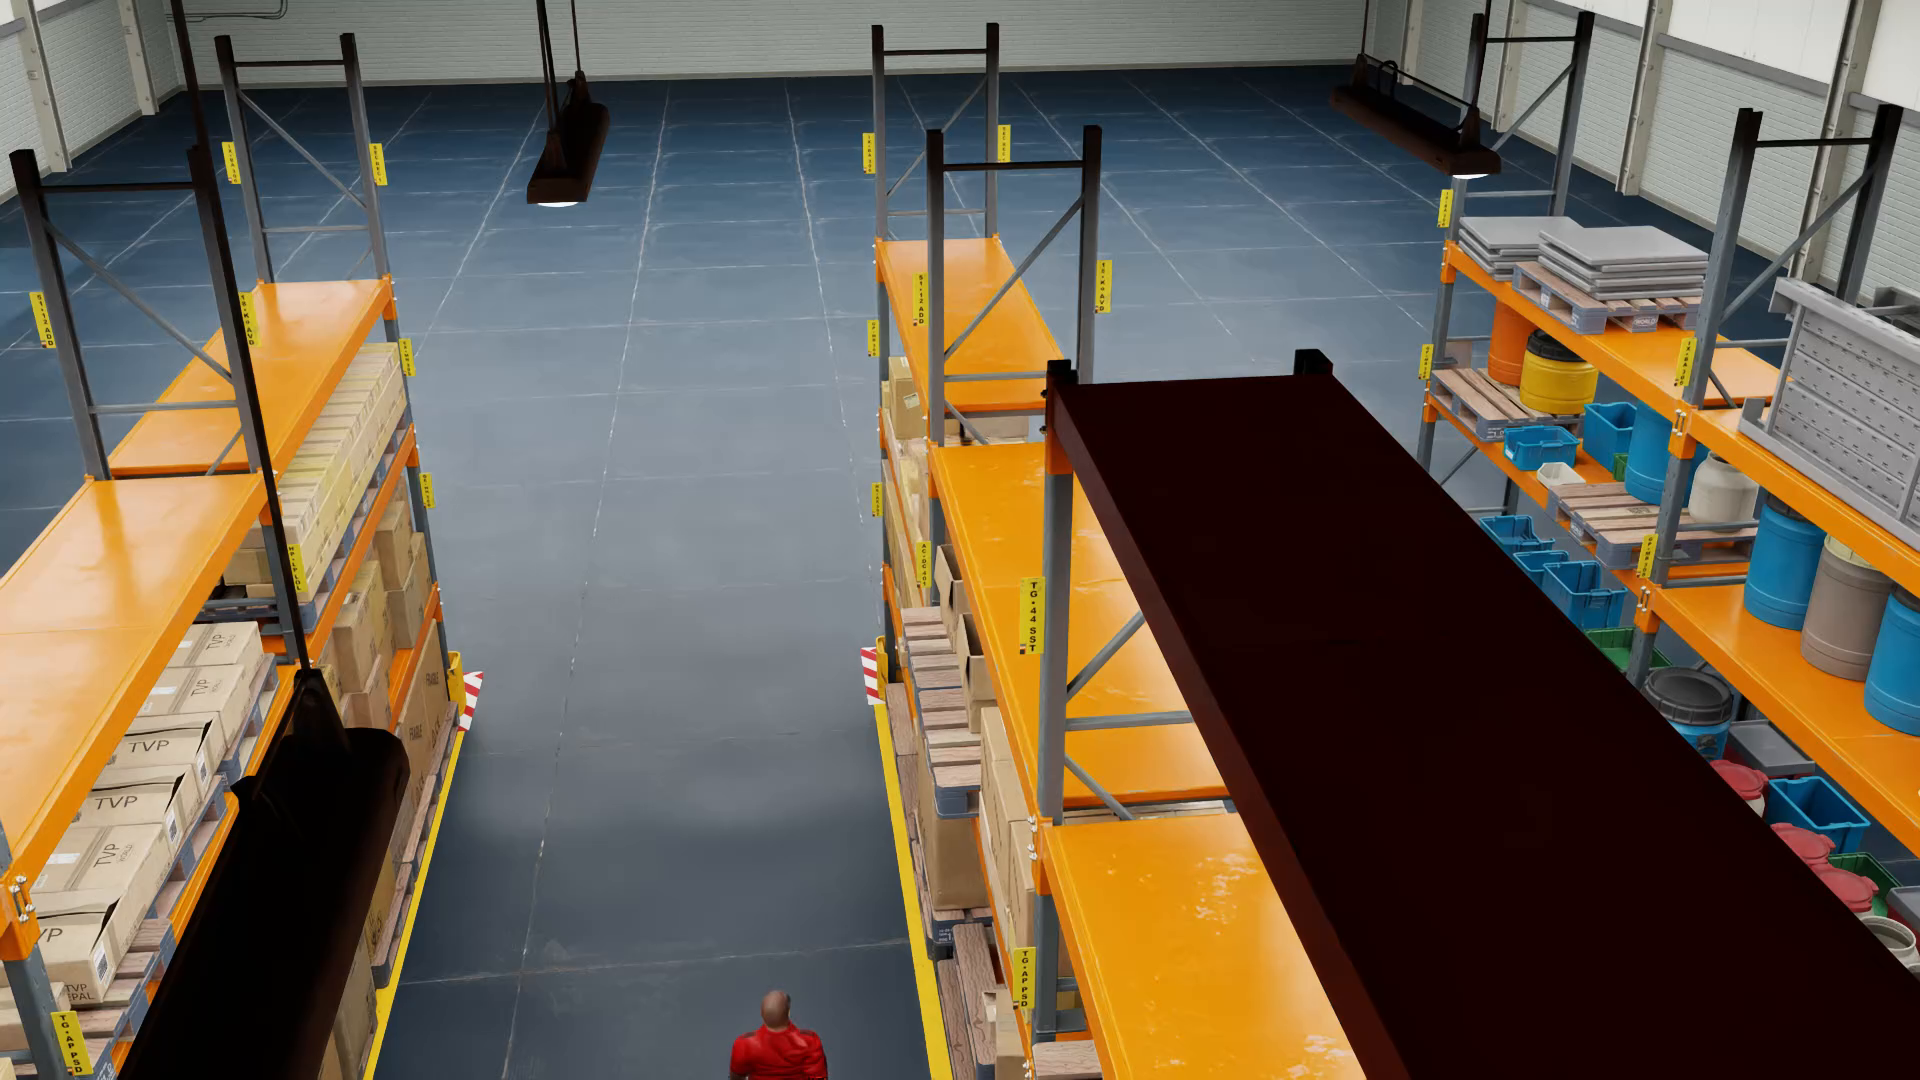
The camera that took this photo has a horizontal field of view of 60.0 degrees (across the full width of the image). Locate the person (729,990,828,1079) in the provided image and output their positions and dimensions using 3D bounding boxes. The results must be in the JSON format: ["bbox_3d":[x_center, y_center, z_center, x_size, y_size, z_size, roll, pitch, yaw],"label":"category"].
[{"bbox_3d":[-1.048,3.263,9.685,0.560,1.661,1.078,-4,26,-9],"label":"person"}]
